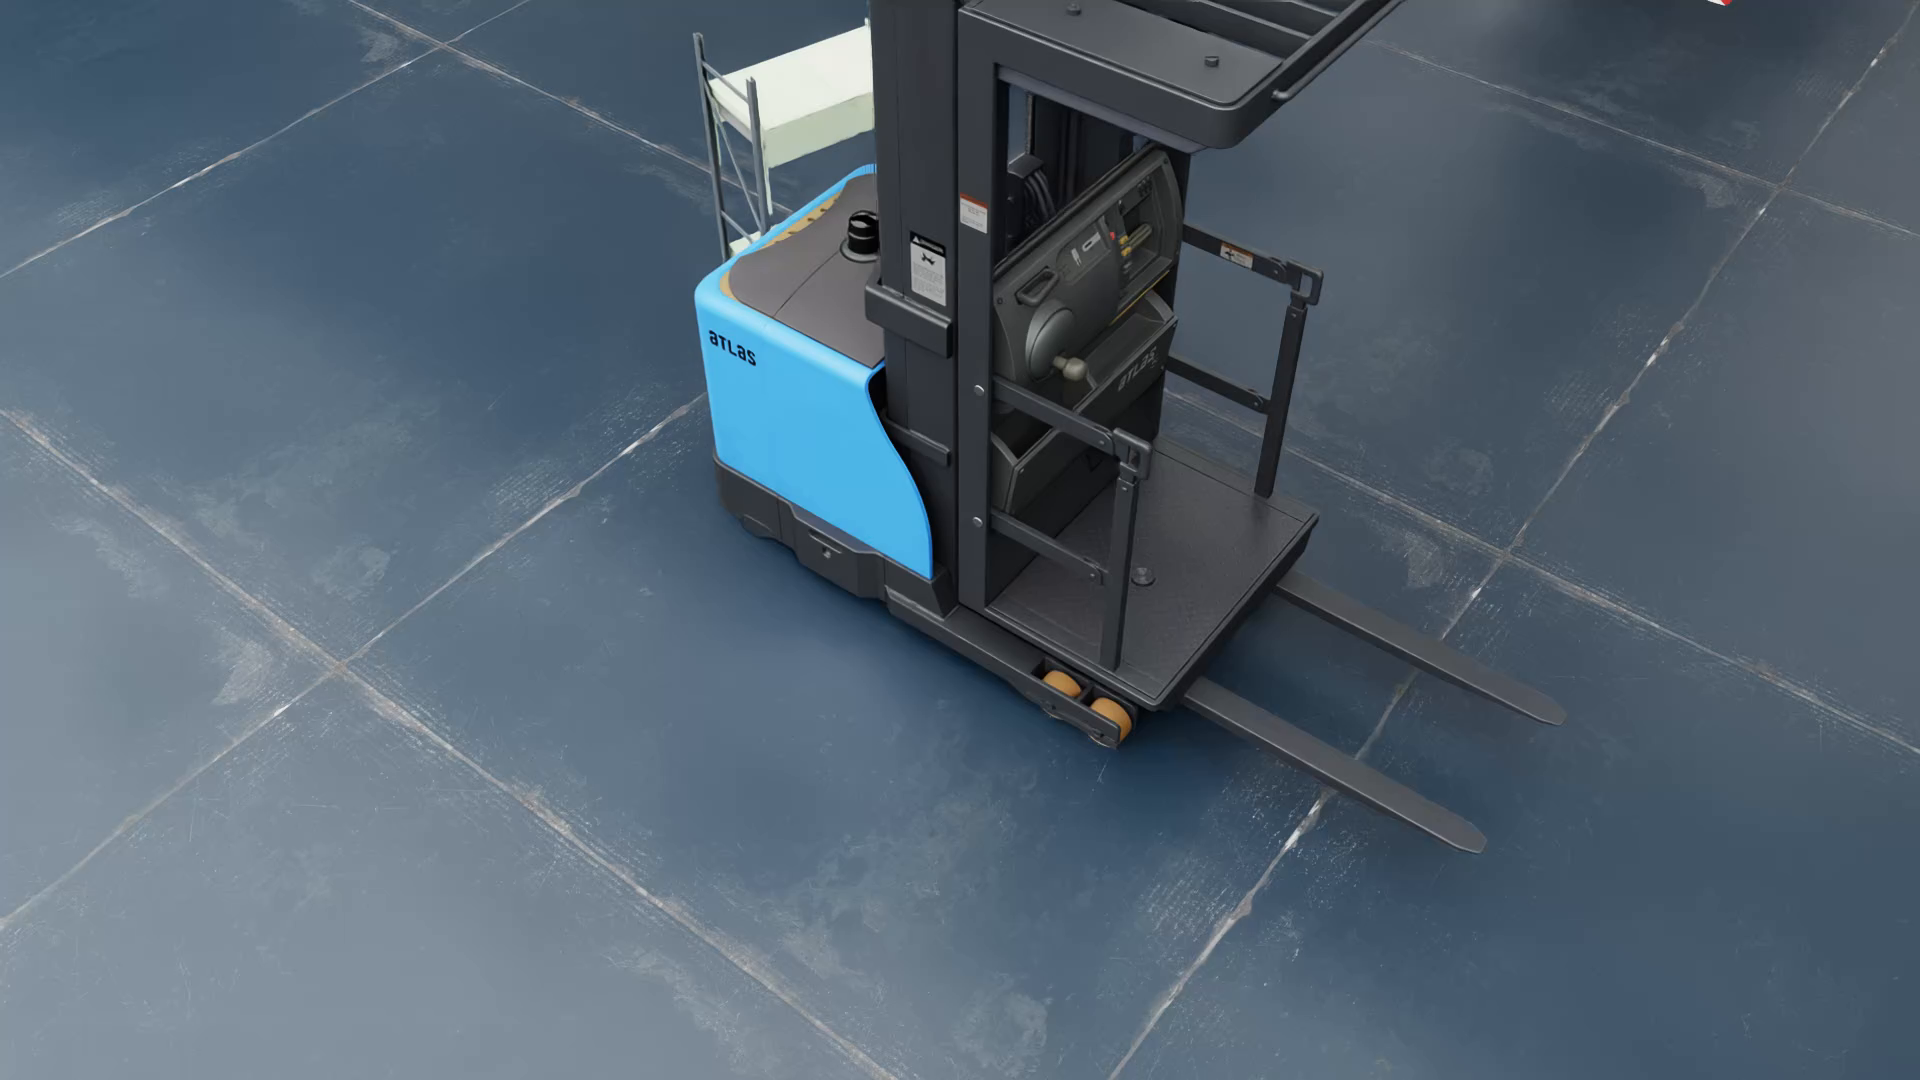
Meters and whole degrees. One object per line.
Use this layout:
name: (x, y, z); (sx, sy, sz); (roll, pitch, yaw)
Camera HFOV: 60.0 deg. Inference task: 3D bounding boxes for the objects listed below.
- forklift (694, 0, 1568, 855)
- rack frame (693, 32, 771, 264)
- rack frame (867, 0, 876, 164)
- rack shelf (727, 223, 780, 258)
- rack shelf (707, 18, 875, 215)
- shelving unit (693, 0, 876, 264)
forklift: (0.567, -0.759, 4.948); (3.031, 2.935, 1.130); (29, 53, 25)
rack frame: (-0.817, -1.158, 6.317); (0.023, 1.500, 0.400); (-27, 52, -24)
rack frame: (-0.222, -1.466, 6.611); (0.023, 1.500, 0.400); (-27, 52, -24)
rack shelf: (-0.518, -1.085, 6.698); (0.720, 0.370, 0.431); (-27, 52, -24)
rack shelf: (-0.521, -1.583, 6.183); (0.720, 0.370, 0.431); (-27, 52, -24)
shelving unit: (-0.520, -1.312, 6.464); (0.755, 1.500, 0.431); (-27, 52, -24)
